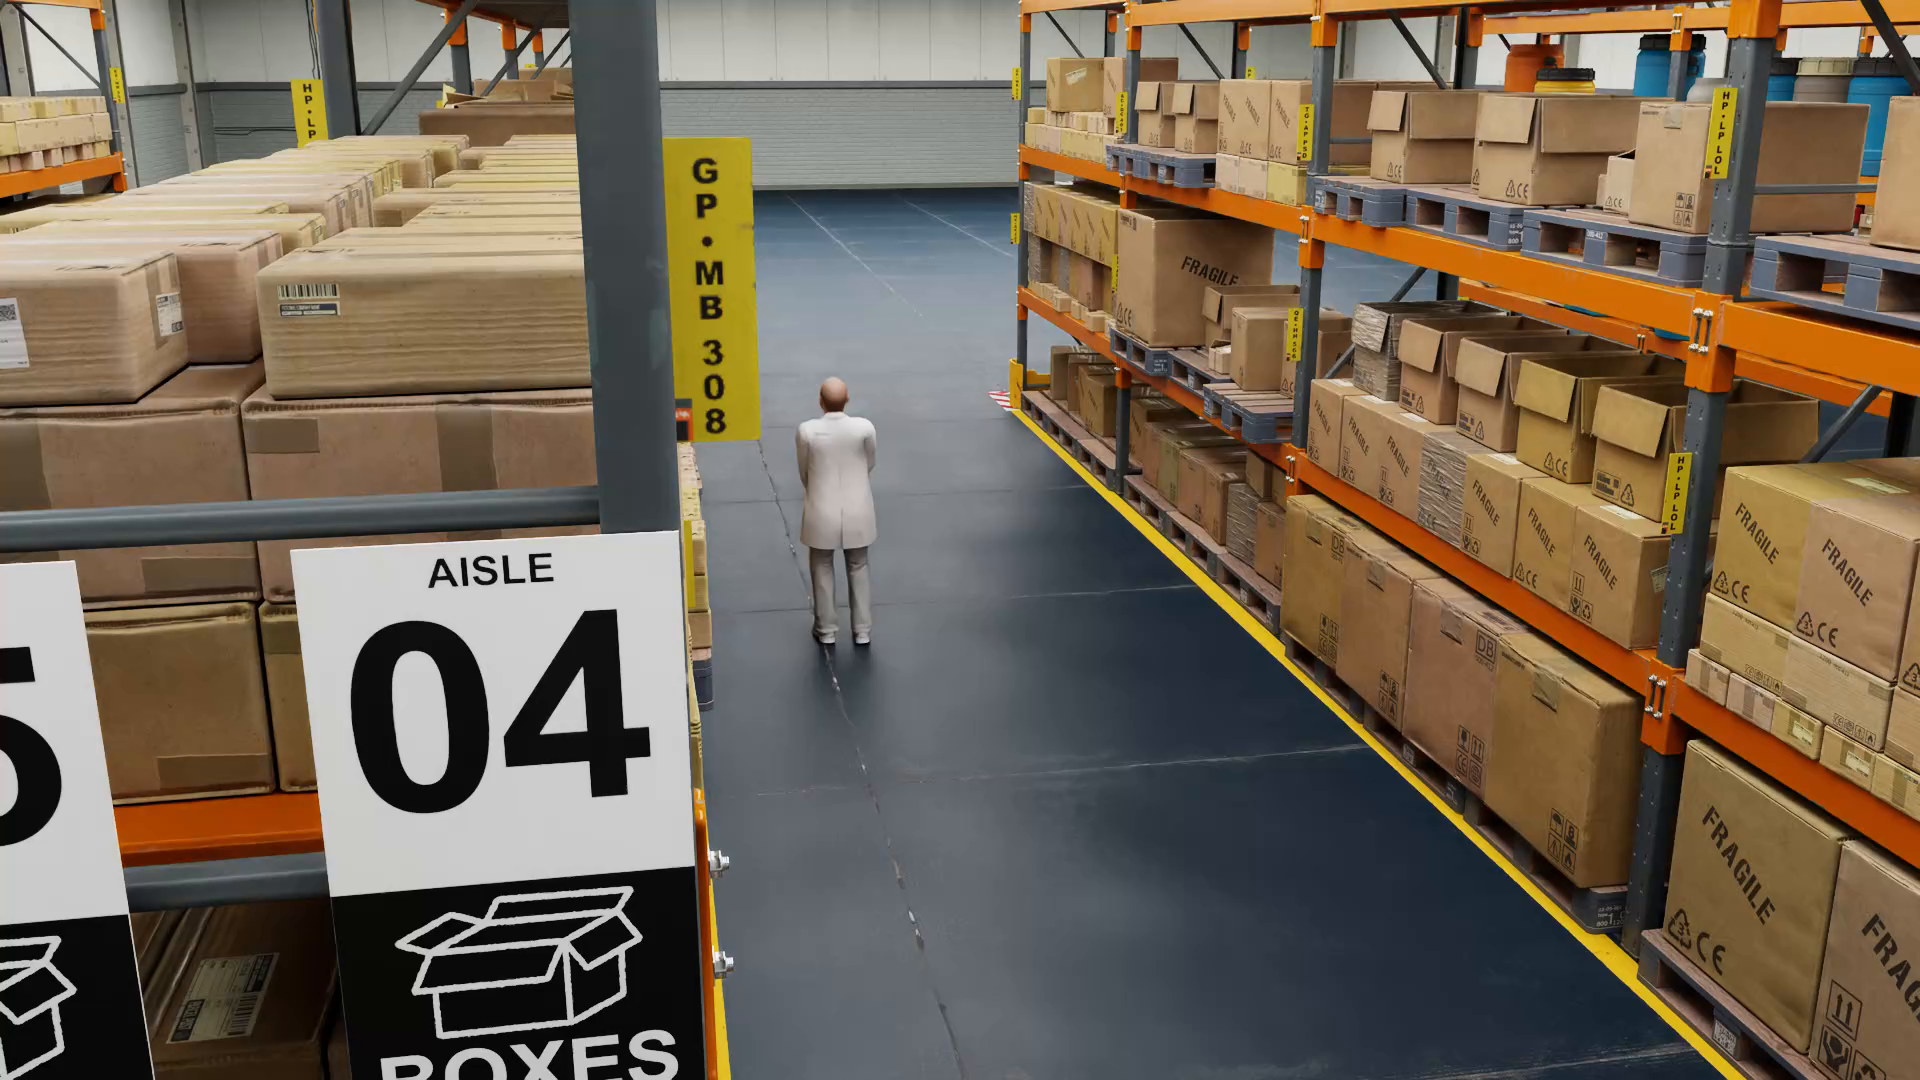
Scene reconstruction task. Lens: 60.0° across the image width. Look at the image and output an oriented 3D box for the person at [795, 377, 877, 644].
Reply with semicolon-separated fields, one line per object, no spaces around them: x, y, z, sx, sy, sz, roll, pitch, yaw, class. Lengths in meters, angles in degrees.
-0.811;-0.216;10.821;0.530;1.769;0.556;-3;16;-11;person
